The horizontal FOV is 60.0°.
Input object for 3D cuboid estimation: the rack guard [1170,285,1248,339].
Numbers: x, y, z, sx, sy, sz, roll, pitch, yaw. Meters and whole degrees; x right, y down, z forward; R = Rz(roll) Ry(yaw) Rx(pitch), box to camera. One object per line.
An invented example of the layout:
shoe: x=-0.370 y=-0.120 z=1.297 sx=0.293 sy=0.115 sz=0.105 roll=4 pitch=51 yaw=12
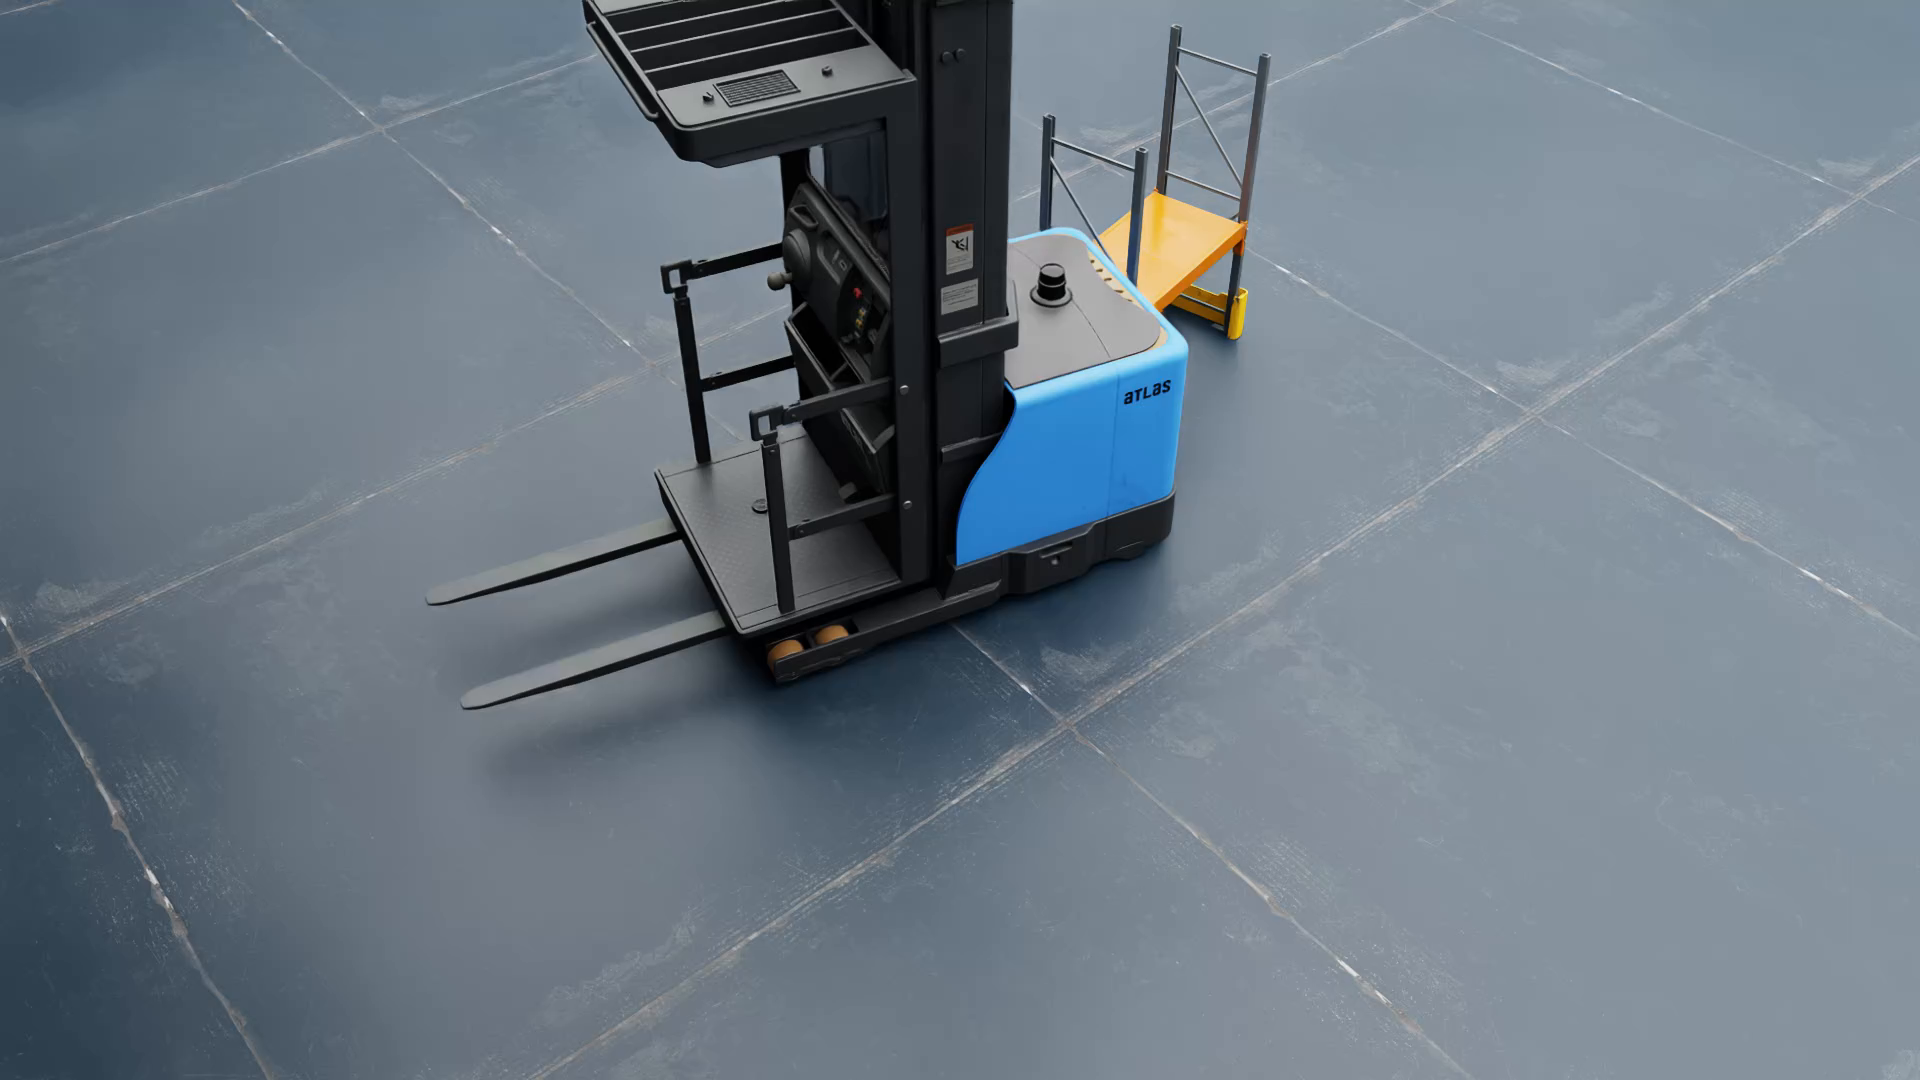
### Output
rack guard: x=1.165 y=-1.231 z=8.378 sx=0.587 sy=0.250 sz=0.087 roll=27 pitch=50 yaw=26

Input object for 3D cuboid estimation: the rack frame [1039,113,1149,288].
rack frame: x=0.558 y=-1.130 z=7.357 sx=0.500 sy=1.500 sz=0.032 roll=27 pitch=50 yaw=26

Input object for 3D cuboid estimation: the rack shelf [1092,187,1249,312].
rack shelf: x=0.862 y=-1.278 z=7.777 sx=0.538 sy=0.185 sz=1.000 roll=27 pitch=50 yaw=26

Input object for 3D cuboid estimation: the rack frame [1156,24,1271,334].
rack frame: x=1.166 y=-1.688 z=7.951 sx=0.500 sy=1.500 sz=0.032 roll=27 pitch=50 yaw=26

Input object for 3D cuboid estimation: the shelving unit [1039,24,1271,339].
shelving unit: x=0.867 y=-1.414 z=7.660 sx=0.587 sy=1.500 sz=1.083 roll=27 pitch=50 yaw=26

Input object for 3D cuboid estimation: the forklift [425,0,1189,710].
forklift: x=-0.642 y=-0.920 z=6.088 sx=3.031 sy=2.935 sz=1.130 roll=-18 pitch=46 yaw=-18
